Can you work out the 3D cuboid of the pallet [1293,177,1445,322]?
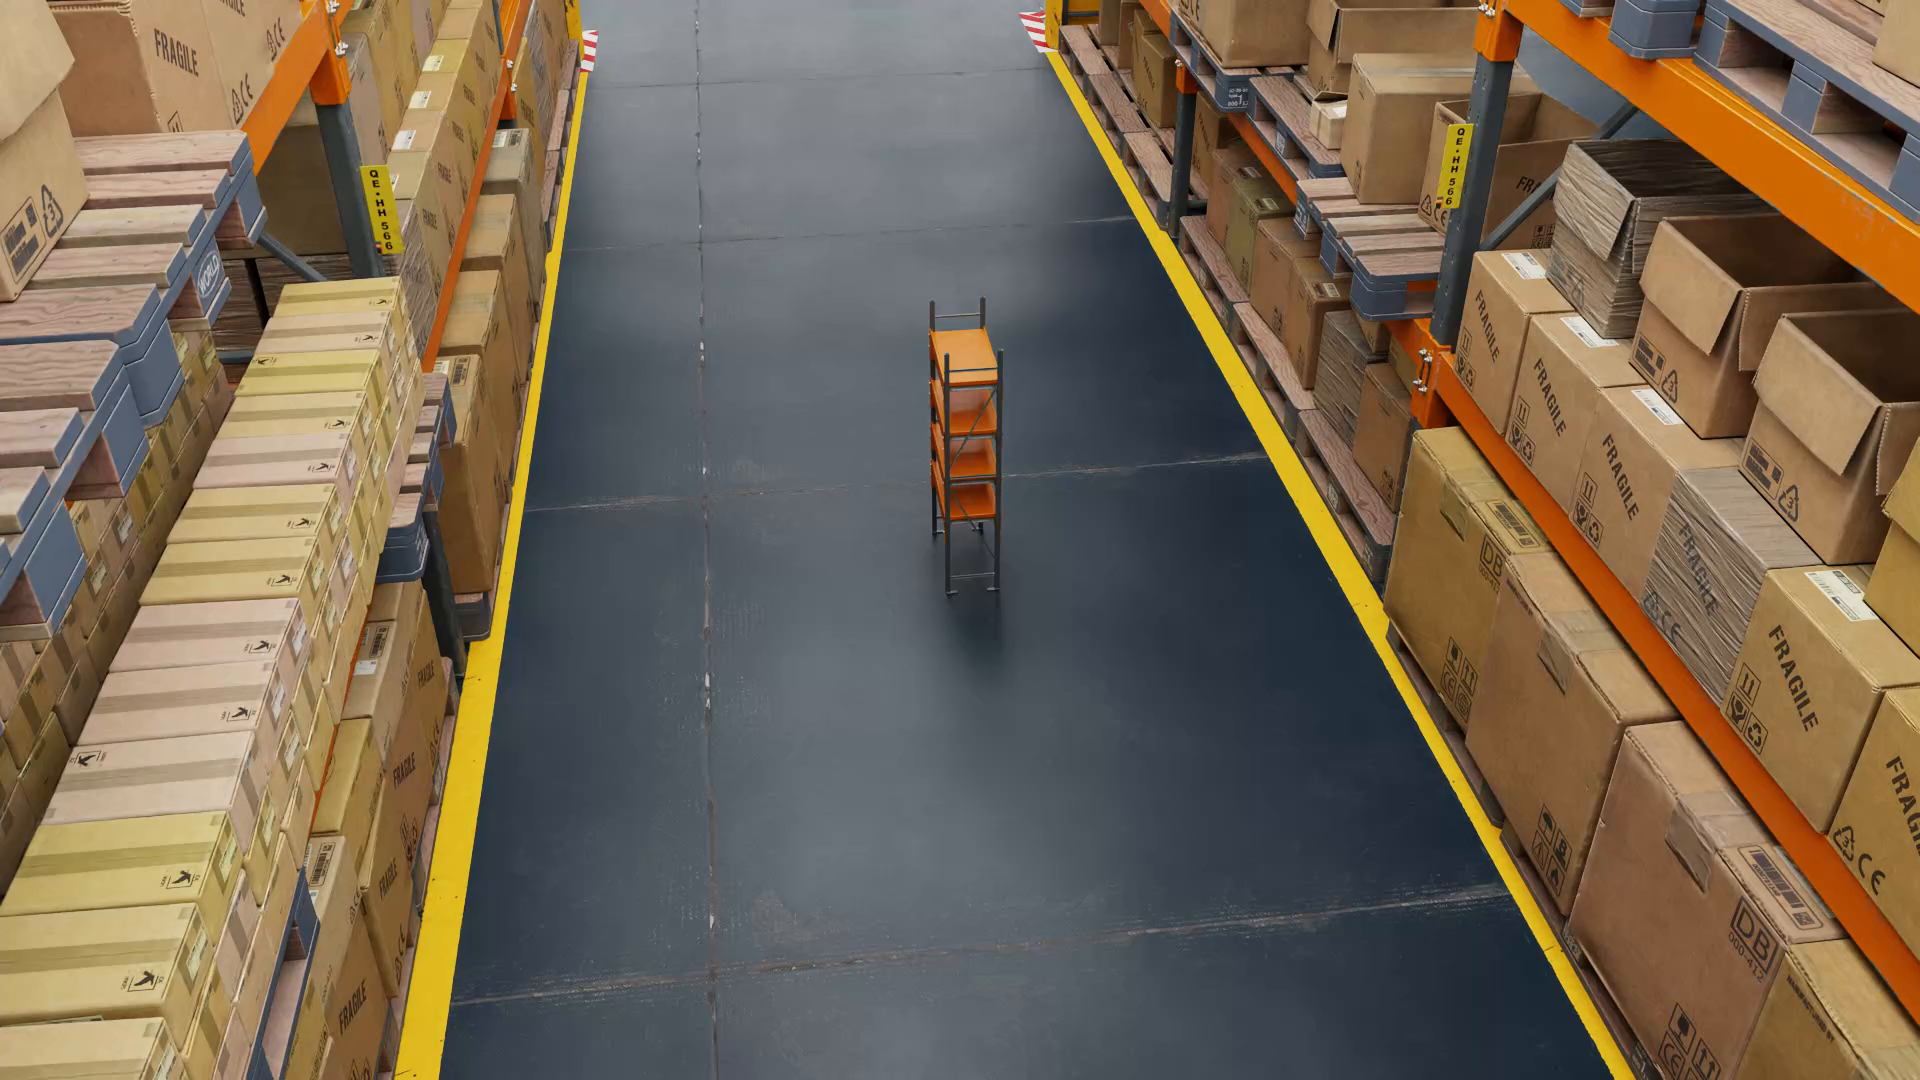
[{"bbox_3d":[2.166,-1.291,7.152,1.213,0.211,1.003,-4,35,-6],"label":"pallet"}]

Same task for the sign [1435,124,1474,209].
[{"bbox_3d":[1.831,-1.380,6.154,0.100,0.325,0.005,-4,35,-6],"label":"sign"}]

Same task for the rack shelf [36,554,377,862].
[{"bbox_3d":[-2.292,0.752,4.622,1.077,0.370,4.000,-4,35,-6],"label":"rack shelf"}]

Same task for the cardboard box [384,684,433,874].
[{"bbox_3d":[-2.147,0.835,5.708,0.500,0.500,0.500,-3,34,-4],"label":"cardboard box"}]

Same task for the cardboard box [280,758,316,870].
[{"bbox_3d":[-1.760,0.670,3.954,0.380,0.149,0.250,-6,35,-8],"label":"cardboard box"}]

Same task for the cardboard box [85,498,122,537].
[{"bbox_3d":[-2.550,-0.119,4.583,0.380,0.149,0.250,-3,34,-4],"label":"cardboard box"}]

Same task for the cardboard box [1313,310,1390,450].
[{"bbox_3d":[2.171,-0.811,8.105,0.700,0.500,0.500,-7,35,-10],"label":"cardboard box"}]

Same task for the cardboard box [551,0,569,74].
[{"bbox_3d":[-3.480,-4.048,12.540,0.875,0.875,0.875,-4,34,-6],"label":"cardboard box"}]

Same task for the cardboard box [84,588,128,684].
[{"bbox_3d":[-2.520,0.273,4.536,0.380,0.149,0.250,-4,34,-6],"label":"cardboard box"}]

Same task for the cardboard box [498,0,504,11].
[{"bbox_3d":[-3.257,-3.466,10.039,0.875,0.550,0.550,-4,35,-6],"label":"cardboard box"}]

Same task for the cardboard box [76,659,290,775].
[{"bbox_3d":[-1.762,0.419,3.793,0.380,0.149,0.250,-5,35,-7],"label":"cardboard box"}]

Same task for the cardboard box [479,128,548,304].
[{"bbox_3d":[-2.926,-1.798,9.350,1.050,0.750,0.750,-5,35,-7],"label":"cardboard box"}]

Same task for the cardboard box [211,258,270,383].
[{"bbox_3d":[-2.887,-0.934,6.368,0.500,0.500,0.500,-4,35,-6],"label":"cardboard box"}]

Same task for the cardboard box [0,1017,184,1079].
[{"bbox_3d":[-1.620,1.000,2.941,0.380,0.149,0.250,-3,34,-4],"label":"cardboard box"}]

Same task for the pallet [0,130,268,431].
[{"bbox_3d":[-2.143,-0.523,3.357,1.213,0.211,1.003,-4,35,-6],"label":"pallet"}]

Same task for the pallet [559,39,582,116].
[{"bbox_3d":[-3.452,-3.533,12.748,1.003,0.211,1.213,-4,35,-6],"label":"pallet"}]

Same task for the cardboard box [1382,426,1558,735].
[{"bbox_3d":[2.440,0.110,6.439,1.225,0.875,0.875,-6,35,-9],"label":"cardboard box"}]

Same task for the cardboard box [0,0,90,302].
[{"bbox_3d":[-2.100,-0.757,3.070,0.797,0.503,0.637,-5,35,-7],"label":"cardboard box"}]

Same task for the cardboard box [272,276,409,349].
[{"bbox_3d":[-2.040,-0.739,5.492,0.380,0.149,0.250,-6,35,-8],"label":"cardboard box"}]

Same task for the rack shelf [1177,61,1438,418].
[{"bbox_3d":[2.099,-1.800,8.366,1.077,0.370,4.000,-4,35,-6],"label":"rack shelf"}]

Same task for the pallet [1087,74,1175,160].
[{"bbox_3d":[1.537,-3.115,12.134,1.003,0.211,1.213,-4,35,-6],"label":"pallet"}]

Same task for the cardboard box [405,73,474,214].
[{"bbox_3d":[-2.557,-1.817,7.664,0.500,0.500,0.500,-5,35,-7],"label":"cardboard box"}]

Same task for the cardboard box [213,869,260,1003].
[{"bbox_3d":[-1.692,0.835,3.448,0.380,0.149,0.250,-4,34,-5],"label":"cardboard box"}]

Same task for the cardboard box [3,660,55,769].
[{"bbox_3d":[-2.453,0.435,4.034,0.380,0.149,0.250,-4,35,-6],"label":"cardboard box"}]

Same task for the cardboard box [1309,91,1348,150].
[{"bbox_3d":[1.876,-2.009,7.781,0.396,0.266,0.258,-5,35,-8],"label":"cardboard box"}]

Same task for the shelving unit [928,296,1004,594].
[{"bbox_3d":[0.022,-0.403,7.277,0.258,1.200,0.503,-4,35,-6],"label":"shelving unit"}]

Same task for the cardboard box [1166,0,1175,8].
[{"bbox_3d":[1.485,-3.347,10.221,0.380,0.149,0.250,-4,35,-6],"label":"cardboard box"}]

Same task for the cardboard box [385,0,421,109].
[{"bbox_3d":[-2.821,-2.221,7.369,0.700,0.500,0.500,-5,35,-7],"label":"cardboard box"}]

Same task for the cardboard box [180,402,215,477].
[{"bbox_3d":[-2.665,-0.317,5.401,0.380,0.149,0.250,-3,34,-4],"label":"cardboard box"}]

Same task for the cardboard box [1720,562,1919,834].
[{"bbox_3d":[2.435,0.402,4.408,0.500,0.500,0.500,-5,35,-7],"label":"cardboard box"}]

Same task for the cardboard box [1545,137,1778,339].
[{"bbox_3d":[2.450,-1.028,5.615,0.797,0.503,0.637,-3,34,-5],"label":"cardboard box"}]

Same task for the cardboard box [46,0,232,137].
[{"bbox_3d":[-2.089,-1.086,3.927,0.500,0.500,0.500,-4,35,-6],"label":"cardboard box"}]

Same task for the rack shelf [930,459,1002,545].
[{"bbox_3d":[0.022,-0.184,7.426,0.258,0.148,0.480,-4,35,-6],"label":"rack shelf"}]

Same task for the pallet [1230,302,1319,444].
[{"bbox_3d":[2.103,-0.944,8.948,1.003,0.211,1.213,-4,35,-6],"label":"pallet"}]

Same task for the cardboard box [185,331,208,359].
[{"bbox_3d":[-2.690,-0.702,5.439,0.380,0.149,0.250,-4,35,-6],"label":"cardboard box"}]

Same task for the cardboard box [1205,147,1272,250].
[{"bbox_3d":[1.891,-2.018,9.876,0.700,0.500,0.500,-7,35,-10],"label":"cardboard box"}]

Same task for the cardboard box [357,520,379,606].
[{"bbox_3d":[-1.905,0.081,4.818,0.380,0.149,0.250,-6,35,-8],"label":"cardboard box"}]

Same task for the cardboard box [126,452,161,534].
[{"bbox_3d":[-2.583,-0.129,4.862,0.380,0.149,0.250,-4,35,-6],"label":"cardboard box"}]

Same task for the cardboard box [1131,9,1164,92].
[{"bbox_3d":[1.539,-3.554,12.149,0.500,0.500,0.500,-1,34,-2],"label":"cardboard box"}]

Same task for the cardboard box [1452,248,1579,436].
[{"bbox_3d":[2.164,-0.731,6.070,0.500,0.500,0.500,-3,34,-5],"label":"cardboard box"}]

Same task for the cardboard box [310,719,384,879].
[{"bbox_3d":[-2.077,0.815,5.071,0.500,0.250,0.500,-4,34,-5],"label":"cardboard box"}]

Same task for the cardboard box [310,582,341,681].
[{"bbox_3d":[-1.832,0.250,4.305,0.380,0.149,0.250,-5,35,-7],"label":"cardboard box"}]

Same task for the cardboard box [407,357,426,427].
[{"bbox_3d":[-2.039,-0.491,5.657,0.380,0.149,0.250,-4,34,-6],"label":"cardboard box"}]

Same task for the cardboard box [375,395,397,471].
[{"bbox_3d":[-1.967,-0.318,5.139,0.380,0.149,0.250,-4,34,-5],"label":"cardboard box"}]

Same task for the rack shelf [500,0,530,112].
[{"bbox_3d":[-3.368,-3.713,11.173,1.077,0.370,4.000,-4,35,-6],"label":"rack shelf"}]

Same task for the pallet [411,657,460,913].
[{"bbox_3d":[-2.457,0.927,6.203,1.003,0.211,1.213,-4,35,-6],"label":"pallet"}]

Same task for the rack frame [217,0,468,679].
[{"bbox_3d":[-2.561,-0.662,6.058,1.000,3.000,0.127,-4,35,-6],"label":"rack frame"}]

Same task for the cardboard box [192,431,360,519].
[{"bbox_3d":[-1.908,-0.168,4.655,0.380,0.149,0.250,-4,35,-6],"label":"cardboard box"}]

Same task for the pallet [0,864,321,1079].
[{"bbox_3d":[-1.981,1.212,3.478,1.003,0.211,1.213,-4,35,-6],"label":"pallet"}]
